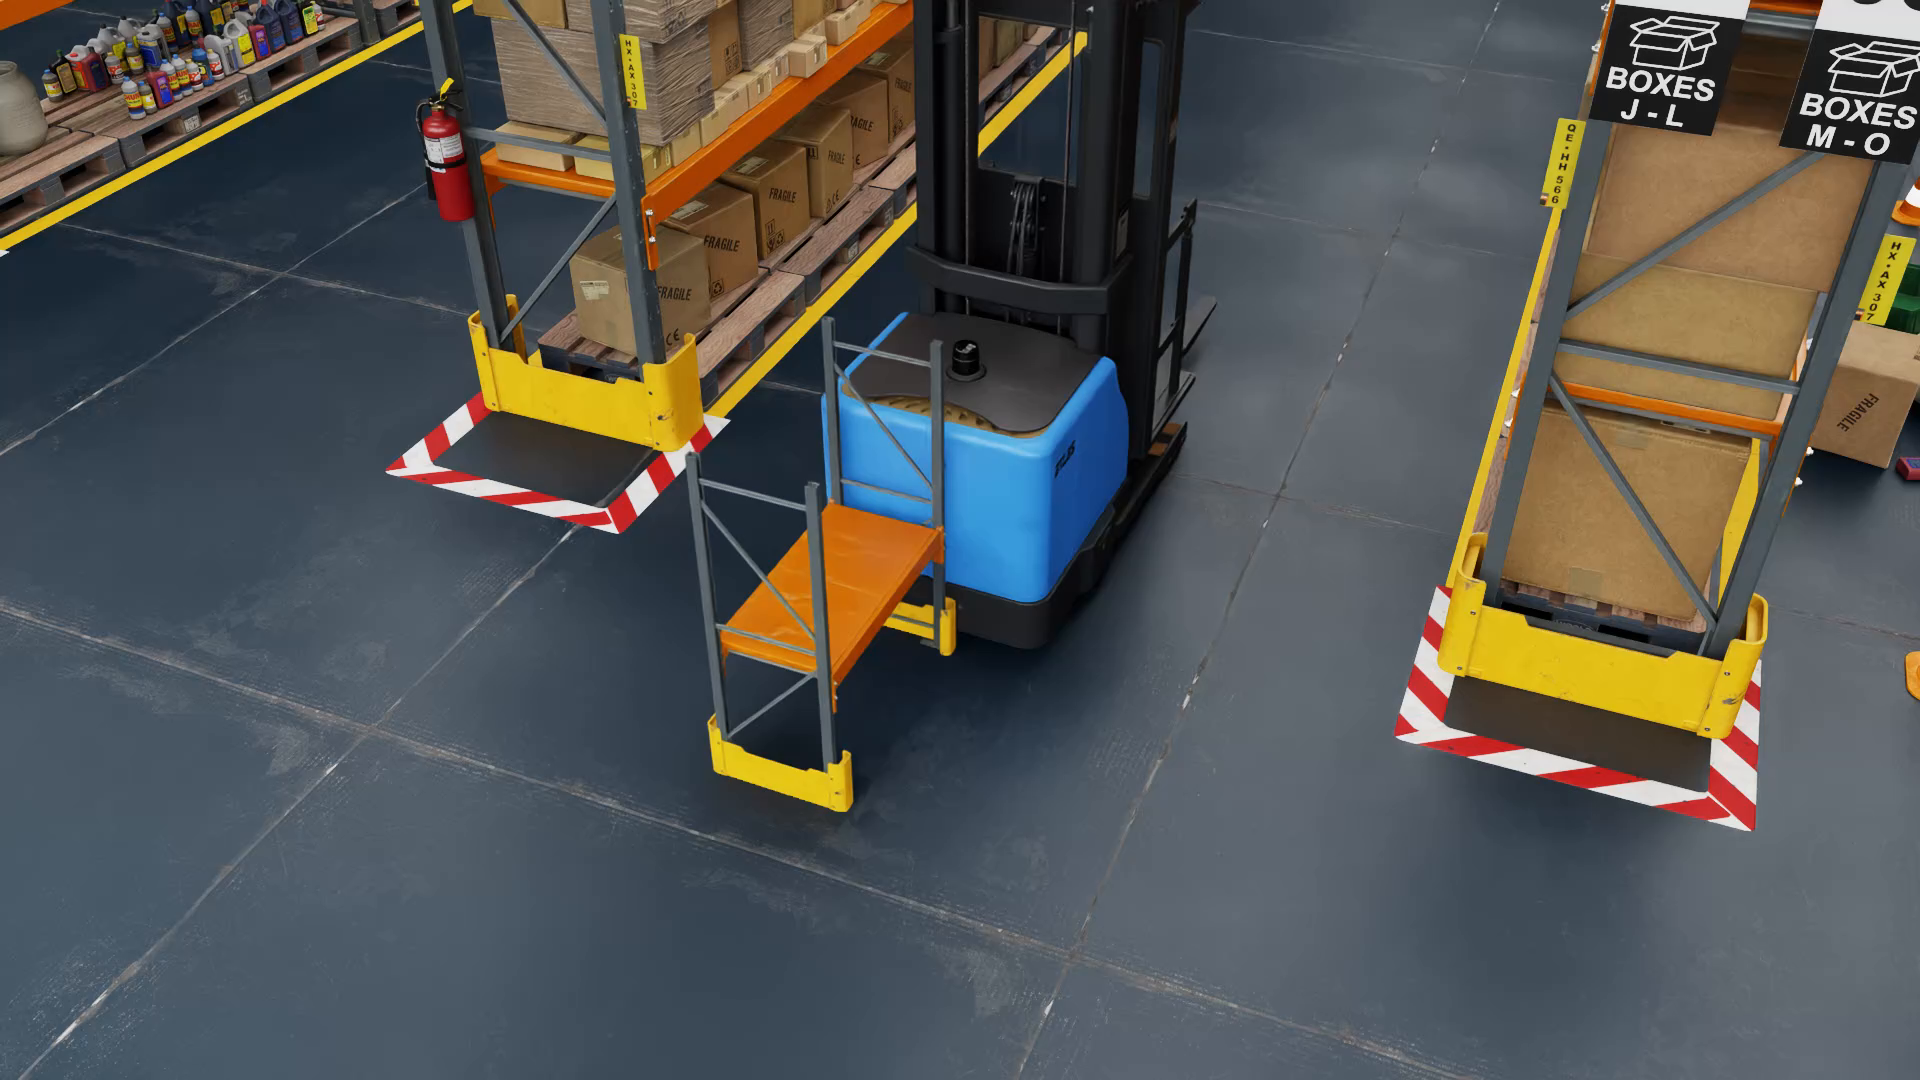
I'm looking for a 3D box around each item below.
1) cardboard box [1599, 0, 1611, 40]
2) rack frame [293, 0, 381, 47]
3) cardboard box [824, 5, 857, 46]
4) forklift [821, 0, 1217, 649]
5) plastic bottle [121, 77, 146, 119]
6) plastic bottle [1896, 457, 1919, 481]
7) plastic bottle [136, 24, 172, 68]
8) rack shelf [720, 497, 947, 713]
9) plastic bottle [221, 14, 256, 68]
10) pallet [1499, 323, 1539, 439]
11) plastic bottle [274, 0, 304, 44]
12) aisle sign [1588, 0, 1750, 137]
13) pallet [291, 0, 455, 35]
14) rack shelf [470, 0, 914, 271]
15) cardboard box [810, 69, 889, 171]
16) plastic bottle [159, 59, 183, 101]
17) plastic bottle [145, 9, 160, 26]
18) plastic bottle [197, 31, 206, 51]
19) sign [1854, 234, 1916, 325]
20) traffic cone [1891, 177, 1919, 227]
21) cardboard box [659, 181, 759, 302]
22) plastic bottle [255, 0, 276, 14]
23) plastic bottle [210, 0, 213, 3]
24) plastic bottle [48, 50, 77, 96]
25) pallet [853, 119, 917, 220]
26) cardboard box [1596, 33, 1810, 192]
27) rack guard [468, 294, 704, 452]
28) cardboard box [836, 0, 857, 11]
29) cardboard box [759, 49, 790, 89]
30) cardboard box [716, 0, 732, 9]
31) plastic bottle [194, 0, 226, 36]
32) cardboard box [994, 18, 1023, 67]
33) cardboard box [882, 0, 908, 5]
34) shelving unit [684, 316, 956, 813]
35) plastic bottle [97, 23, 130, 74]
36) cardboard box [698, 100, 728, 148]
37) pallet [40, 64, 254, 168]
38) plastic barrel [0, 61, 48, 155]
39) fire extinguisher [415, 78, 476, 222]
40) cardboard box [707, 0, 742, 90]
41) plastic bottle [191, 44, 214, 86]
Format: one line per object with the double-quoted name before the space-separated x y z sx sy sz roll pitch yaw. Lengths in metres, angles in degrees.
"cardboard box" 4.664 -3.010 10.800 1.050 0.750 0.750 14 39 18
"rack frame" -4.988 -5.159 12.147 1.000 3.000 0.127 14 39 18
"cardboard box" -0.802 -2.917 9.357 0.380 0.149 0.250 14 39 18
"forklift" 0.485 -1.590 7.429 1.130 2.935 3.031 15 39 19
"plastic bottle" -5.532 -2.961 11.117 0.097 0.271 0.097 0 37 0
"plastic bottle" 4.771 -0.347 8.163 0.283 0.061 0.133 1 37 2
"plastic bottle" -5.766 -3.533 11.878 0.152 0.276 0.135 14 39 18
"rack shelf" -0.497 0.229 6.491 0.538 0.185 1.000 14 39 18
"plastic bottle" -5.163 -3.567 11.862 0.144 0.351 0.185 14 39 17
"pallet" 3.316 -0.647 8.440 1.003 0.211 1.213 14 39 18
"plastic bottle" -4.967 -3.852 12.244 0.144 0.351 0.185 13 39 17
"aisle sign" 2.314 -1.701 5.349 0.394 0.787 0.004 14 39 18
"pallet" -4.726 -4.486 13.575 1.003 0.211 1.213 14 39 18
"rack shelf" -1.169 -2.636 9.372 1.077 0.370 4.000 14 39 18
"cardboard box" -0.808 -2.667 10.550 0.500 0.500 0.500 27 45 32
"plastic bottle" -5.402 -3.151 11.371 0.097 0.271 0.097 0 37 0
"plastic bottle" -5.852 -3.709 12.108 0.061 0.283 0.133 16 40 20
"plastic bottle" -5.327 -3.475 11.795 0.061 0.283 0.133 14 39 18
"sign" 3.129 -0.879 5.632 0.100 0.325 0.005 14 39 18
"traffic cone" 6.047 -2.228 10.344 0.336 0.463 0.334 14 39 18
"cardboard box" -1.481 -1.664 9.208 0.500 0.500 0.500 25 43 29
"plastic bottle" -5.100 -3.885 12.288 0.144 0.351 0.185 14 39 18
"plastic bottle" -5.613 -3.983 12.481 0.152 0.276 0.135 15 39 19
"plastic bottle" -6.189 -3.218 11.452 0.061 0.283 0.133 15 39 19
"pallet" -0.631 -2.534 10.964 1.003 0.211 1.213 14 39 18
"cardboard box" 2.919 -1.645 6.419 0.875 0.550 0.550 14 39 18
"rack guard" -1.901 -0.857 8.479 1.175 0.500 0.348 14 39 18
"cardboard box" -0.956 -3.387 9.443 0.875 0.500 0.500 14 39 18
"cardboard box" -1.132 -2.513 8.816 0.380 0.149 0.250 14 39 18
"cardboard box" -1.272 -2.894 7.949 0.500 0.500 0.500 14 39 18
"plastic bottle" -5.546 -3.889 12.293 0.144 0.351 0.185 14 39 18
"cardboard box" 0.044 -3.801 12.050 0.700 0.500 0.500 14 39 17
"cardboard box" -0.465 -3.320 9.896 0.380 0.149 0.250 14 39 18
"shelving unit" -0.493 0.080 6.390 0.587 1.500 1.083 14 39 18
"plastic bottle" -5.984 -3.479 11.745 0.144 0.351 0.185 15 39 20
"cardboard box" -1.379 -2.088 8.248 0.380 0.149 0.250 14 39 18
"pallet" -5.745 -3.002 11.590 1.003 0.211 1.213 14 39 18
"plastic barrel" -6.140 -2.776 10.685 0.421 0.512 0.421 0 37 0
"fire extinguisher" -2.400 -1.827 7.753 0.296 0.674 0.183 14 39 18
"cardboard box" -1.616 -2.578 8.362 0.875 0.500 0.500 14 39 18
"plastic bottle" -5.287 -3.318 11.595 0.097 0.271 0.097 0 37 0
